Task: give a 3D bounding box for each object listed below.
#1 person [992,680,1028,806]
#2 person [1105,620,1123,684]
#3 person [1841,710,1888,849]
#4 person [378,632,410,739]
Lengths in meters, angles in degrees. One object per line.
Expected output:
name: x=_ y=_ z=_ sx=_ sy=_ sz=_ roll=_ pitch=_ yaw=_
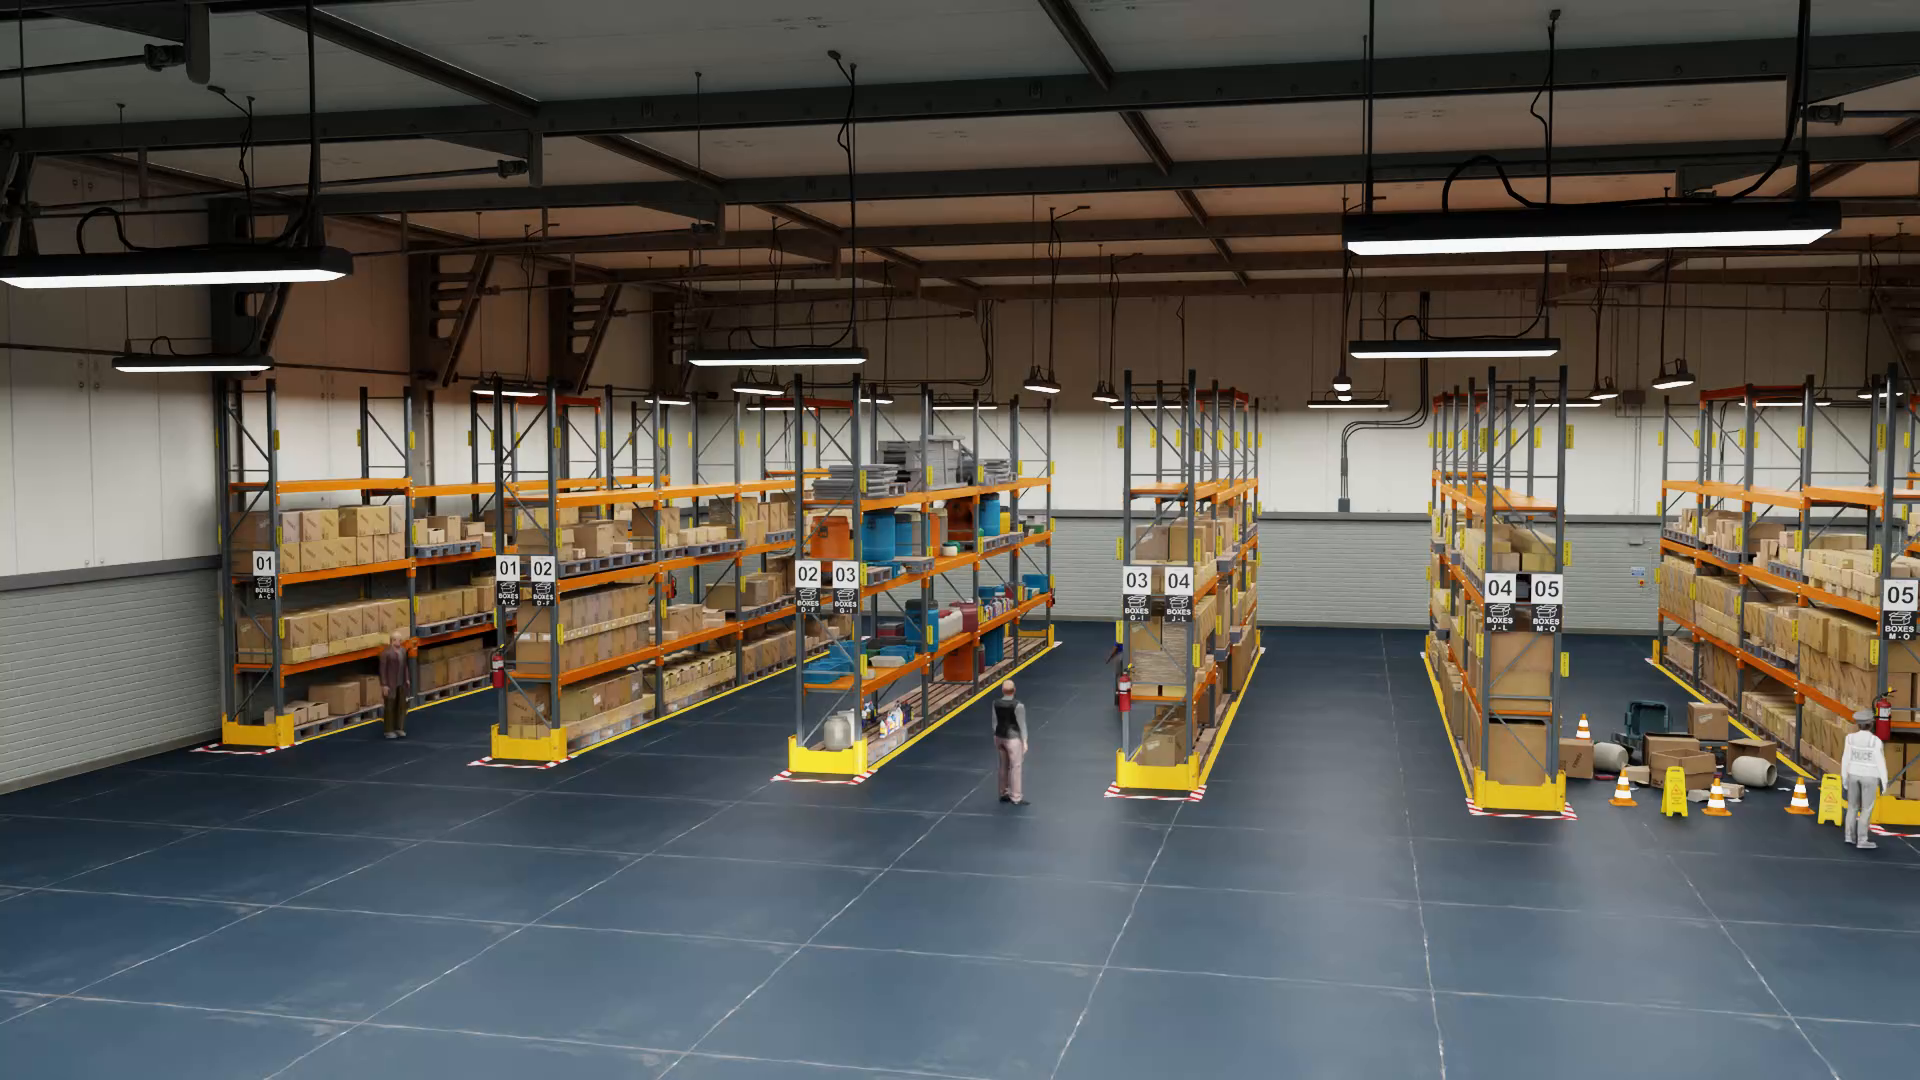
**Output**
person: x=0.715 y=2.773 z=22.929 sx=0.510 sy=1.722 sz=0.588 roll=-3 pitch=4 yaw=-37
person: x=3.036 y=2.324 z=31.372 sx=0.522 sy=1.707 sz=0.598 roll=-2 pitch=4 yaw=-26
person: x=11.135 y=2.956 z=20.437 sx=0.424 sy=1.703 sz=0.552 roll=-2 pitch=4 yaw=-31
person: x=-9.523 y=2.439 z=27.984 sx=0.430 sy=1.793 sz=0.600 roll=2 pitch=4 yaw=28
